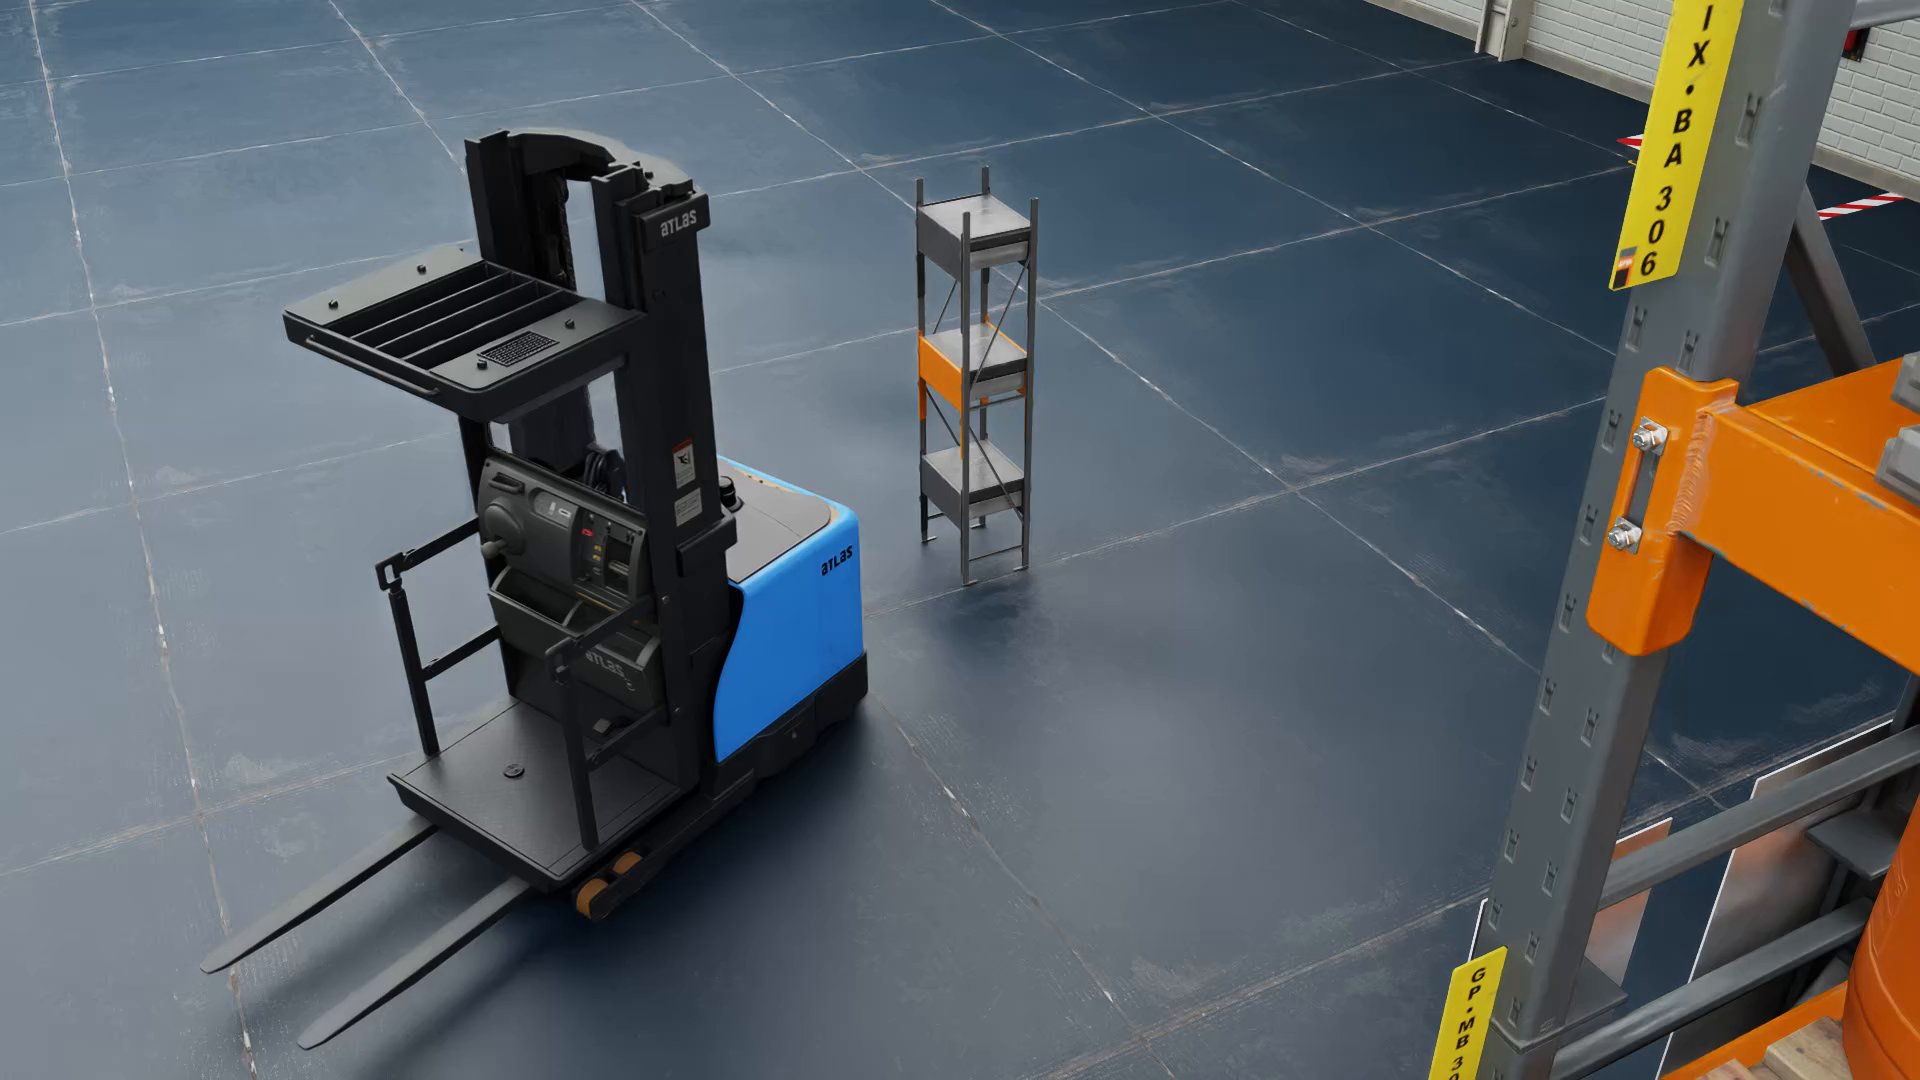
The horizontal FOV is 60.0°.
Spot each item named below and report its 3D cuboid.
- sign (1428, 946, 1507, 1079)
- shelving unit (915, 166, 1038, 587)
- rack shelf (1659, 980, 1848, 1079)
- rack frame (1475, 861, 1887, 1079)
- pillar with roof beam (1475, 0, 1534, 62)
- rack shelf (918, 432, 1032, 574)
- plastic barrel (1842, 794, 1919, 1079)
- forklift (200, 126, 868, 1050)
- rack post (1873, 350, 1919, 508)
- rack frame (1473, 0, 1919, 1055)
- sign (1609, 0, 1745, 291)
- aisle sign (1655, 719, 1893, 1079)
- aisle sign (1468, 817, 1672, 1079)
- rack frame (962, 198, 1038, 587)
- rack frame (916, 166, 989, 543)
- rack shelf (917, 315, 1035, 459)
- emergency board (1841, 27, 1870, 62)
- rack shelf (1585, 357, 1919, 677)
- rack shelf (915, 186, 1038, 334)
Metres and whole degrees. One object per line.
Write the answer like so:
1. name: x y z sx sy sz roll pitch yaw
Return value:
1. sign: 0.760 0.747 2.514 0.100 0.325 0.005 -16 36 -23
2. shelving unit: 0.077 -0.805 8.560 0.431 2.100 0.503 -16 36 -23
3. rack shelf: 2.181 1.872 1.434 1.077 0.370 4.000 -16 36 -23
4. rack frame: 1.249 1.878 3.539 1.000 3.000 0.127 -16 36 -23
5. pillar with roof beam: 1.701 -7.668 12.876 9.100 9.000 0.400 -16 36 -23
6. rack shelf: 0.077 -0.204 8.945 0.431 0.518 0.480 -16 36 -23
7. plastic barrel: 1.588 0.457 2.188 0.600 0.830 0.708 -16 36 -23
8. forklift: -1.720 0.023 6.496 1.130 2.935 3.031 22 39 30
9. rack post: 1.489 -0.045 1.442 0.937 0.300 0.954 -12 35 -18
10. rack frame: 1.249 -0.648 1.920 1.000 3.000 0.127 -16 36 -23
11. sign: 0.760 -0.424 1.764 0.100 0.325 0.005 -16 36 -23
12. aisle sign: 1.478 0.674 3.007 0.394 0.787 0.004 -16 36 -23
13. aisle sign: 0.956 0.822 2.776 0.394 0.787 0.004 -16 36 -23
14. rack frame: 0.191 -0.689 8.379 0.400 2.100 0.015 -16 36 -23
15. rack frame: -0.037 -0.922 8.742 0.400 2.100 0.015 -16 36 -23
16. rack shelf: 0.077 -0.794 8.568 0.431 0.518 0.480 -16 36 -23
17. emergency board: 7.189 -4.550 13.571 0.194 1.169 0.643 -16 36 -23
18. rack shelf: 2.181 0.777 0.732 1.077 0.370 4.000 -16 36 -23
19. rack shelf: 0.077 -1.383 8.190 0.431 0.518 0.480 -16 36 -23
